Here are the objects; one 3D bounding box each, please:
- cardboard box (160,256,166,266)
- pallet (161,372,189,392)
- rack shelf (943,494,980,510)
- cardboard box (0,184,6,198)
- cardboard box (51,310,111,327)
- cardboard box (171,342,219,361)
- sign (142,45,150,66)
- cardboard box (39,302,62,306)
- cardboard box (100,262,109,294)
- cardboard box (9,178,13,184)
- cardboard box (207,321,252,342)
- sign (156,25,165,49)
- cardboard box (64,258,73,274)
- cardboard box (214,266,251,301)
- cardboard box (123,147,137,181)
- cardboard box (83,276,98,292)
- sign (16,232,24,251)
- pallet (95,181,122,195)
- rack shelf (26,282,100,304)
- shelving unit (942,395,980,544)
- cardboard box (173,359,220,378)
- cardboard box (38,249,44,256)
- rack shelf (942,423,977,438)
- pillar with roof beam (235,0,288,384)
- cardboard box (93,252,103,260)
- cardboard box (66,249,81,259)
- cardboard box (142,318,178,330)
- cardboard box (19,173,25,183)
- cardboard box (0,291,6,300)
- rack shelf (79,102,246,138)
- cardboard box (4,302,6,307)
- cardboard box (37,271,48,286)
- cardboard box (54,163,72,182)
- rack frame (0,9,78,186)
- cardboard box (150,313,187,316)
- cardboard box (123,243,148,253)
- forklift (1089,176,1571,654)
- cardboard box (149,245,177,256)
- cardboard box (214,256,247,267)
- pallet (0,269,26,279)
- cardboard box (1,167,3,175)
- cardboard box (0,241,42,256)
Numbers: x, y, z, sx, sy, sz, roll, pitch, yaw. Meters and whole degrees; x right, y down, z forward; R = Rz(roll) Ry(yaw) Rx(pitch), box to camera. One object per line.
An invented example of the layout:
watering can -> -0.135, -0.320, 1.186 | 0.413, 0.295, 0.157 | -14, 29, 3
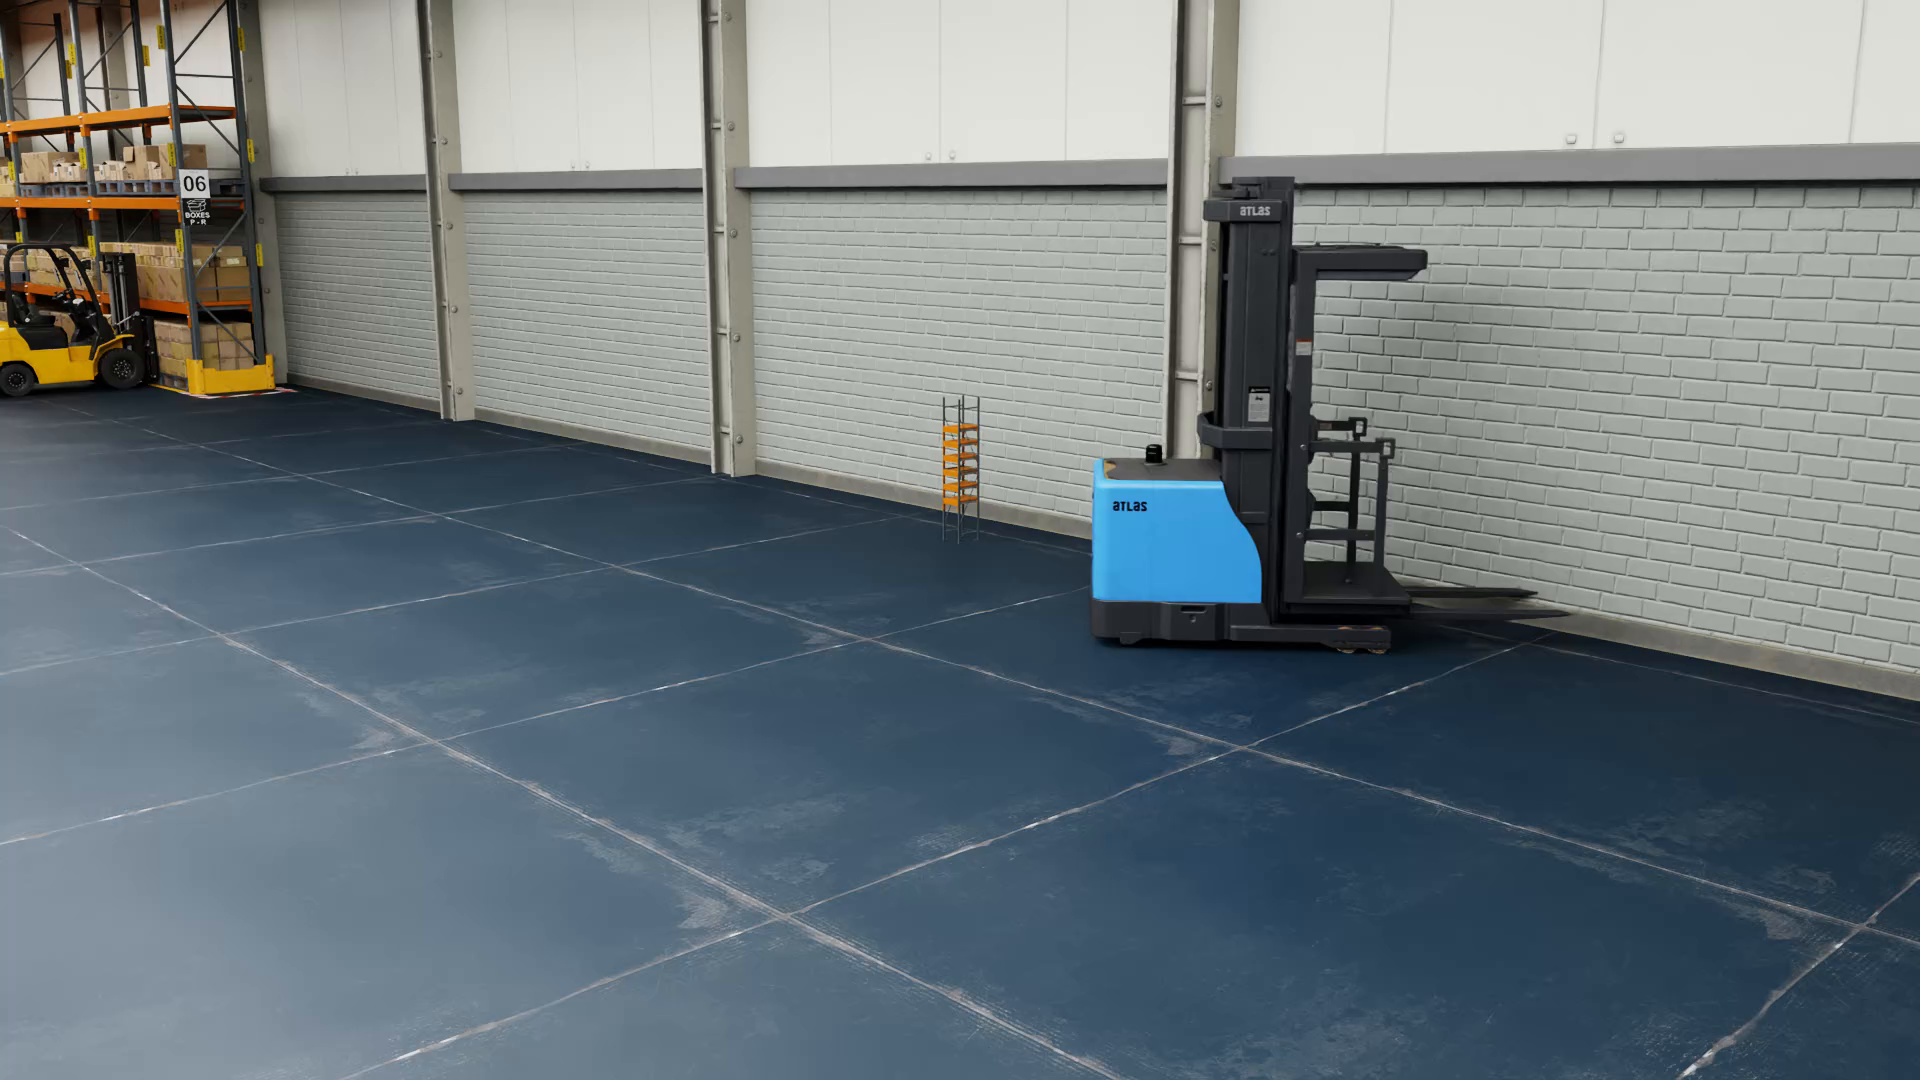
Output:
cardboard box -> -11.739, -4.183, 24.927 | 0.380, 0.149, 0.250 | -11, 16, -43
pallet -> -11.360, -2.428, 25.172 | 1.003, 0.211, 1.213 | -11, 16, -43
rack shelf -> 0.010, -0.307, 13.838 | 0.258, 0.103, 0.180 | -11, 16, -43
cardboard box -> -17.203, -6.365, 30.312 | 0.500, 0.250, 0.500 | -11, 16, -42
cardboard box -> -15.448, -3.711, 29.333 | 0.875, 0.625, 0.625 | -10, 15, -41
cardboard box -> -11.363, -2.819, 24.695 | 0.500, 0.250, 0.500 | -11, 16, -43
sign -> -13.145, -7.819, 26.853 | 0.100, 0.325, 0.005 | -11, 16, -43
cardboard box -> -17.190, -4.426, 31.505 | 0.380, 0.149, 0.250 | -11, 16, -44
cardboard box -> -13.446, -4.219, 26.710 | 0.500, 0.500, 0.500 | 11, 16, 44
cardboard box -> -16.910, -6.505, 30.002 | 0.250, 0.149, 0.380 | 11, 16, 44
cardboard box -> -10.996, -3.133, 24.980 | 0.500, 0.250, 0.500 | -11, 16, -43
sign -> -11.203, -7.049, 23.313 | 0.100, 0.325, 0.005 | -11, 16, -43
cardboard box -> -14.797, -4.628, 28.076 | 0.500, 0.250, 0.500 | -10, 16, -41
cardboard box -> -10.942, -3.848, 24.906 | 0.500, 0.500, 0.500 | -10, 15, -41
cardboard box -> -12.294, -5.747, 25.394 | 0.797, 0.503, 0.637 | -10, 15, -41
cardboard box -> -14.101, -4.235, 27.406 | 0.500, 0.250, 0.500 | -10, 16, -41
sign -> -16.712, -5.307, 29.562 | 0.100, 0.325, 0.005 | -11, 16, -43
pallet -> -12.956, -5.576, 26.330 | 1.003, 0.211, 1.213 | -11, 16, -43
rack shelf -> -14.945, -4.211, 28.700 | 1.077, 0.370, 4.000 | -11, 16, -43
shelving unit -> 0.010, -0.586, 13.780 | 0.258, 1.200, 0.189 | -11, 16, -43
cardboard box -> -11.354, -2.571, 24.731 | 0.500, 0.250, 0.500 | -11, 16, -42
cardboard box -> -15.937, -5.062, 29.191 | 0.380, 0.149, 0.250 | -10, 16, -41
rack shelf -> 0.010, -0.895, 13.716 | 0.258, 0.103, 0.180 | -11, 16, -43
pillar with roof beam -> -13.744, -6.253, 21.963 | 9.100, 9.000, 0.400 | -11, 16, -43
cardboard box -> -13.960, -4.657, 27.227 | 0.380, 0.149, 0.250 | -10, 15, -41
cardboard box -> -14.864, -4.839, 28.112 | 0.380, 0.149, 0.250 | -11, 16, -42
cardboard box -> -12.402, -3.281, 25.699 | 0.500, 0.250, 0.500 | -11, 16, -44
cardboard box -> -16.305, -6.371, 29.260 | 0.380, 0.166, 0.250 | -11, 16, -43
cardboard box -> -18.819, -4.763, 32.406 | 0.250, 0.149, 0.380 | 11, 16, 42
rack shelf -> -12.182, -6.370, 25.302 | 1.077, 0.370, 4.000 | -11, 16, -43
cardboard box -> -17.878, -4.432, 31.534 | 0.380, 0.149, 0.250 | -11, 16, -42
cardboard box -> -15.852, -4.609, 29.220 | 0.500, 0.250, 0.500 | -11, 16, -44
cardboard box -> -14.770, -6.135, 27.756 | 0.500, 0.311, 0.500 | 11, 16, 43
rack frame -> -16.326, -7.794, 29.439 | 1.000, 3.000, 0.127 | -11, 16, -43
cardboard box -> -12.723, -3.503, 26.778 | 0.500, 0.250, 0.500 | -11, 16, -43
cardboard box -> -12.827, -4.548, 25.963 | 0.380, 0.149, 0.250 | -11, 16, -43
forklift -> 2.377, -0.832, 10.686 | 3.031, 2.935, 1.130 | 1, 12, 4
cardboard box -> -11.972, -4.358, 25.040 | 0.380, 0.149, 0.250 | -10, 16, -41
cardboard box -> -10.848, -4.140, 24.717 | 0.250, 0.149, 0.380 | 11, 16, 44
pallet -> -17.672, -5.044, 31.438 | 1.003, 0.211, 1.213 | -11, 16, -43
cardboard box -> -17.248, -6.729, 30.351 | 0.380, 0.149, 0.250 | -11, 16, -43
cardboard box -> -17.587, -5.324, 31.023 | 0.637, 0.503, 0.797 | 11, 16, 44
